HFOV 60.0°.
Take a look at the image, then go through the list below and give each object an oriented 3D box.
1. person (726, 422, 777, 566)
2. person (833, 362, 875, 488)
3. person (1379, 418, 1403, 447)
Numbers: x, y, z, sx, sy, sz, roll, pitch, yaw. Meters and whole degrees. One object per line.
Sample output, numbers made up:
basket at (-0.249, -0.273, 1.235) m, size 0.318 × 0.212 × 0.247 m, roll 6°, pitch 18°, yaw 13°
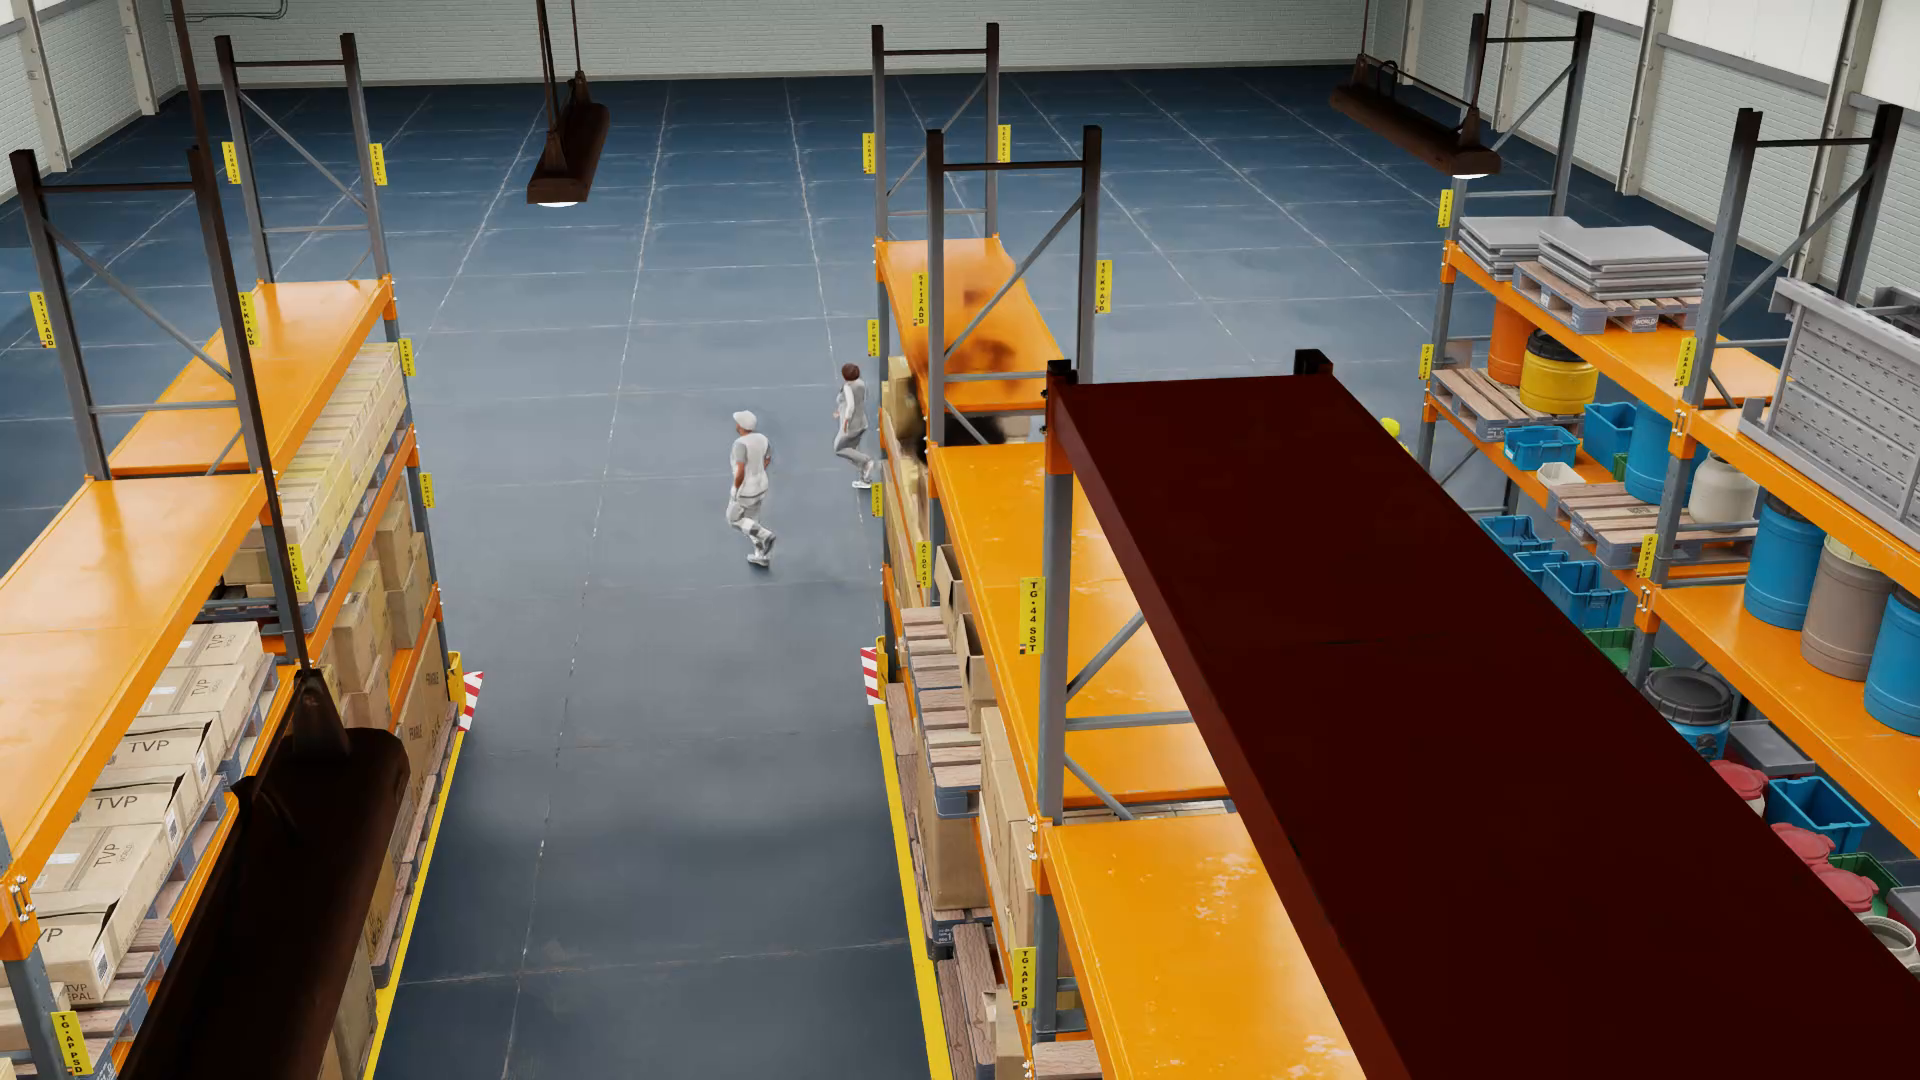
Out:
person at (-2.226, -0.513, 17.626) m, size 0.664 × 1.695 × 0.685 m, roll 15°, pitch 29°, yaw 28°
person at (-1.268, -1.328, 19.509) m, size 0.603 × 1.559 × 0.566 m, roll 13°, pitch 28°, yaw 25°
person at (4.371, -0.440, 17.424) m, size 0.680 × 1.779 × 0.727 m, roll 15°, pitch 29°, yaw 28°
